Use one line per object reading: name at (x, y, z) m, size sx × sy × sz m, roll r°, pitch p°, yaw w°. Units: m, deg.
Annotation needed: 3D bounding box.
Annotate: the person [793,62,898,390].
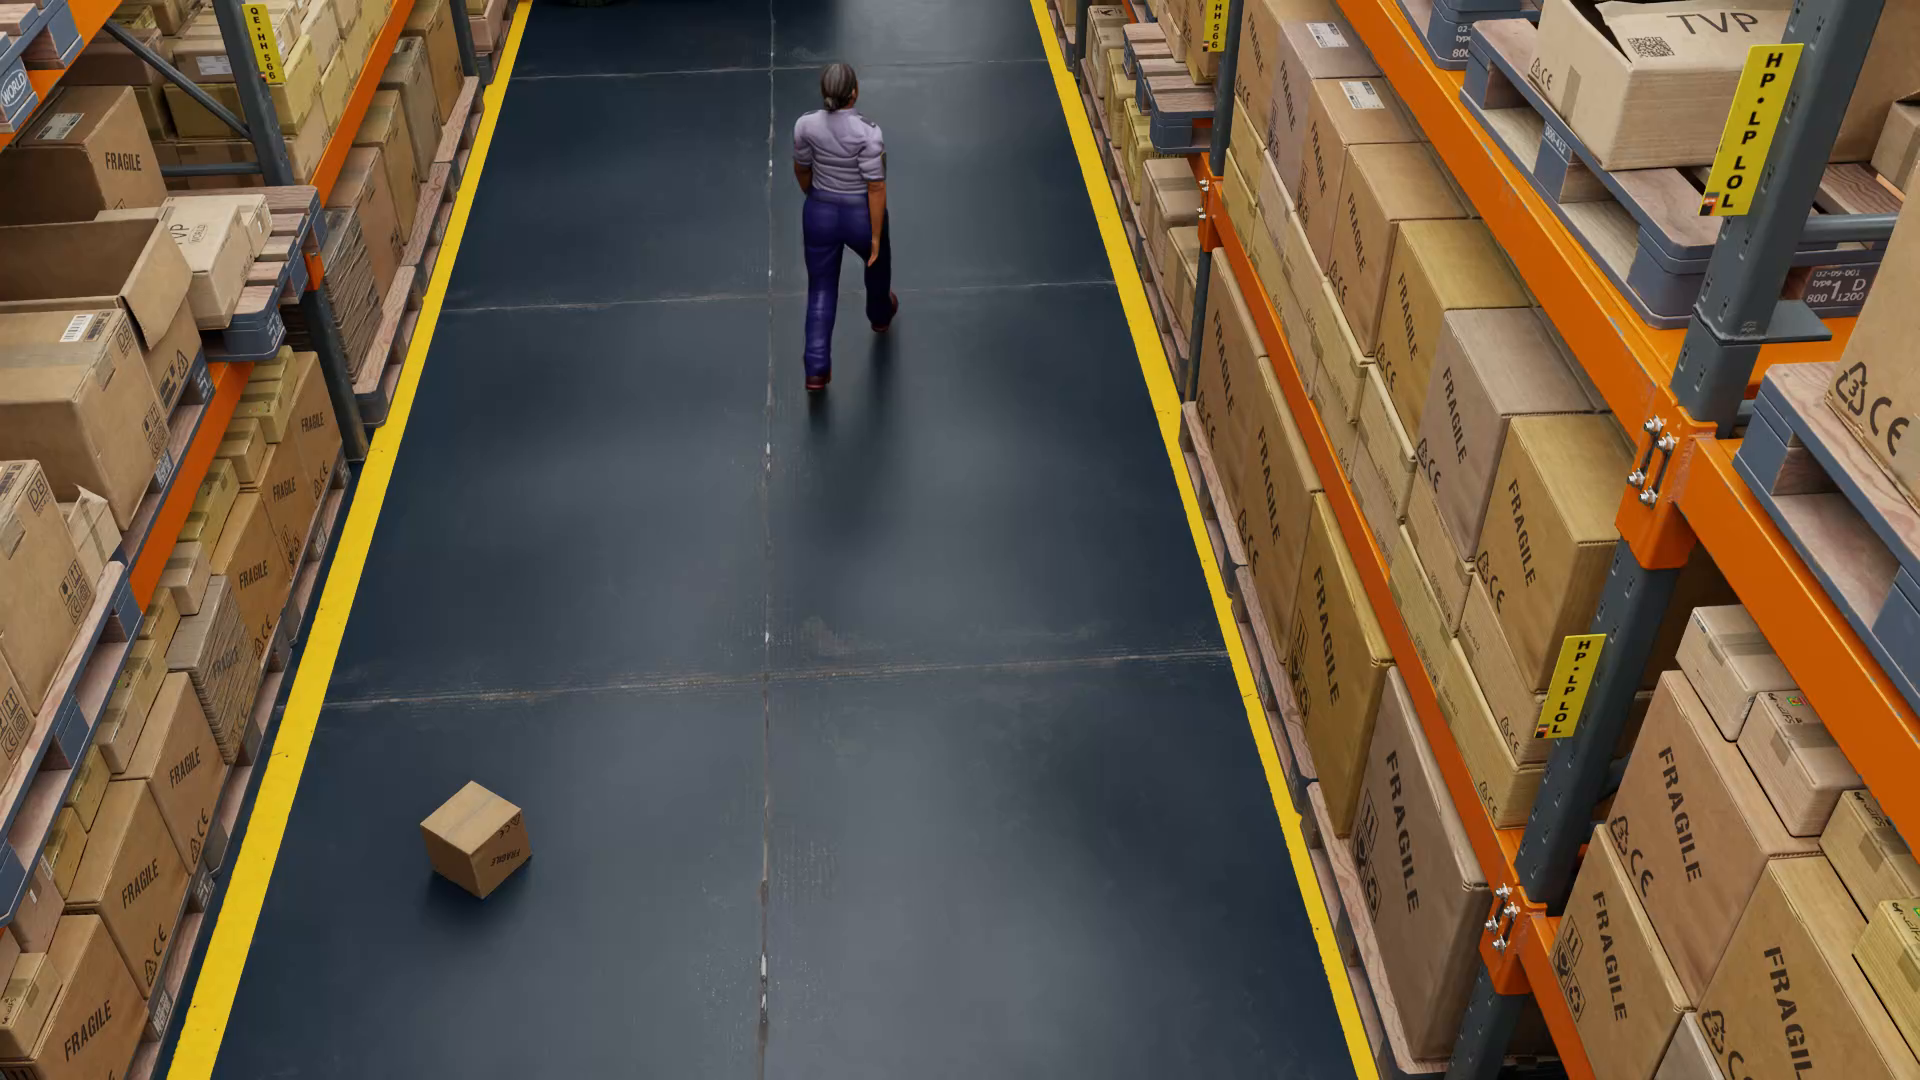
person at (-0.565, -1.582, 8.093) m, size 0.479 × 1.593 × 1.023 m, roll 5°, pitch 40°, yaw 6°
